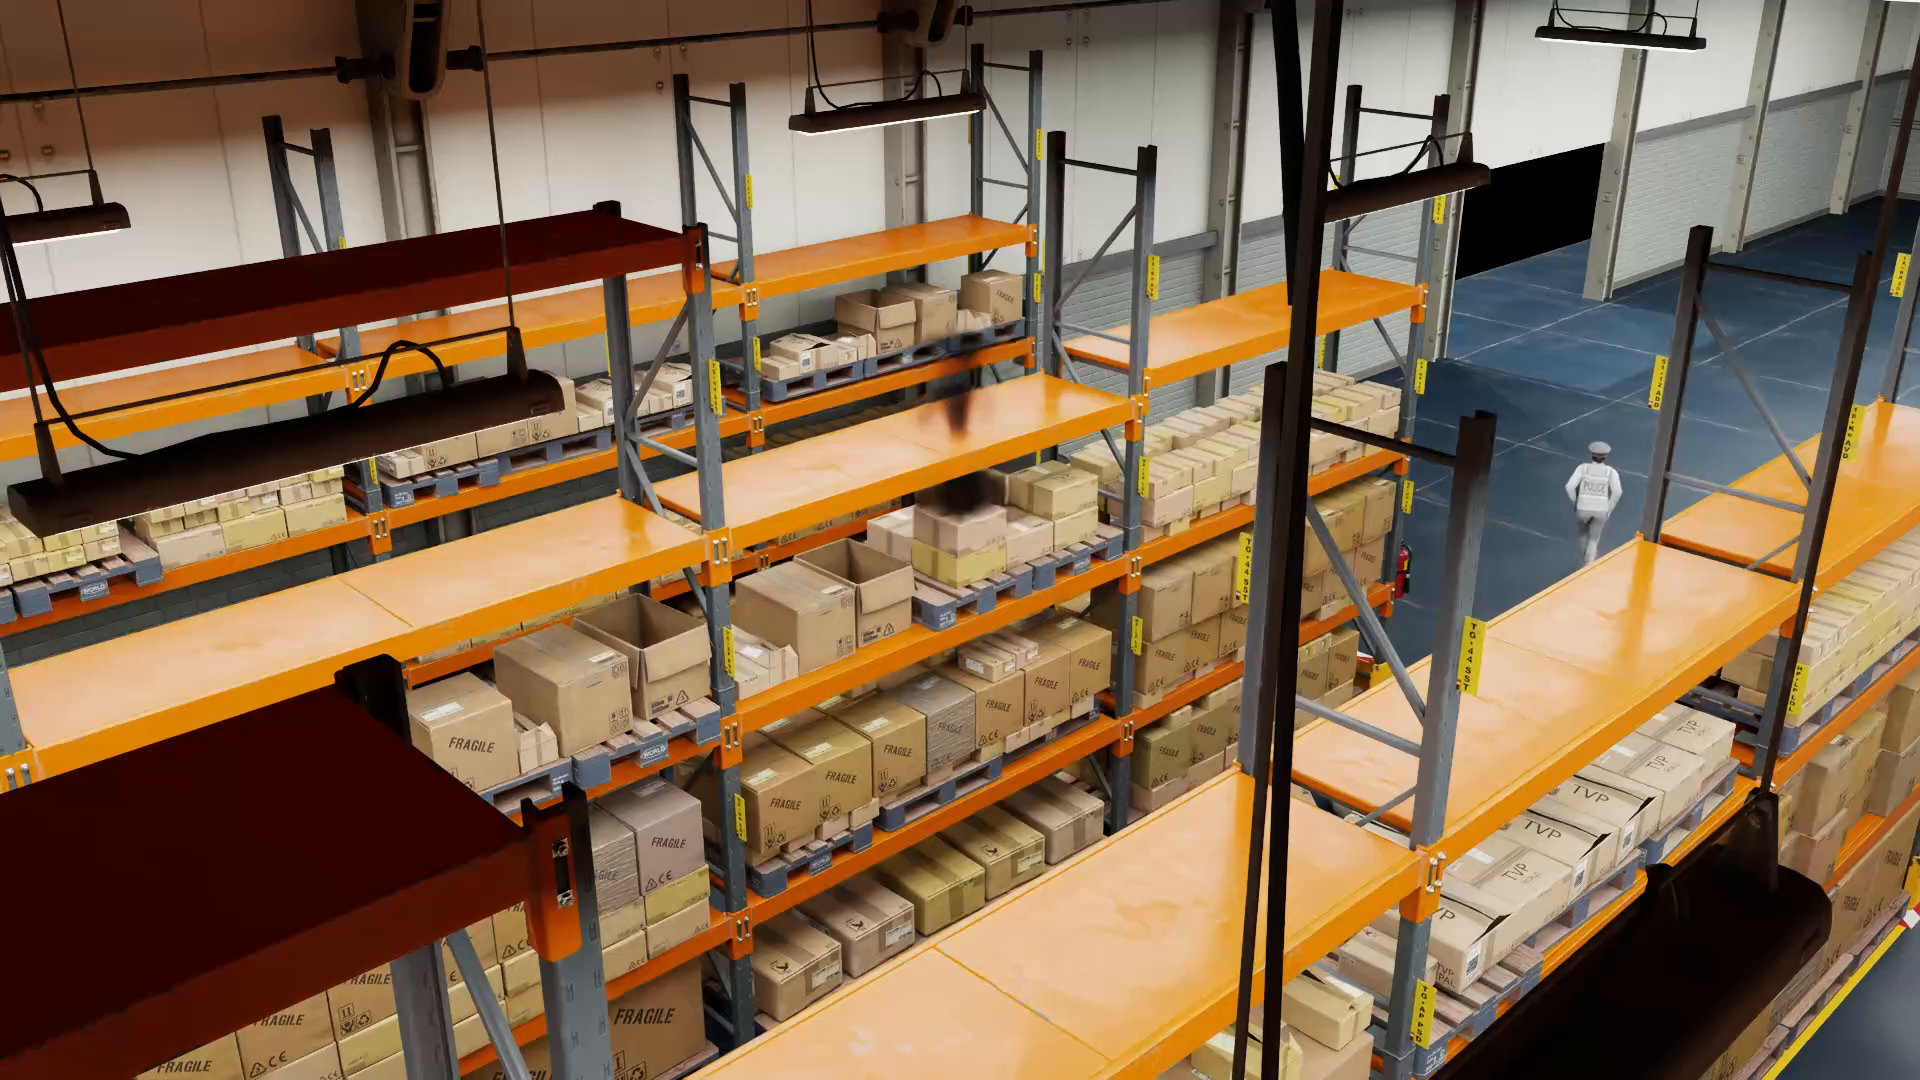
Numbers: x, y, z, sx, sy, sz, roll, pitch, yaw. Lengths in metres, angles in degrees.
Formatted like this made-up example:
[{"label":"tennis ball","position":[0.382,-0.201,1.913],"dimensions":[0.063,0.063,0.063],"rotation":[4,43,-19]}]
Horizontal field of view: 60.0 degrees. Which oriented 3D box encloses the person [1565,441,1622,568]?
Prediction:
[{"label":"person","position":[7.376,-0.266,19.465],"dimensions":[0.623,1.632,0.836],"rotation":[6,23,13]}]
